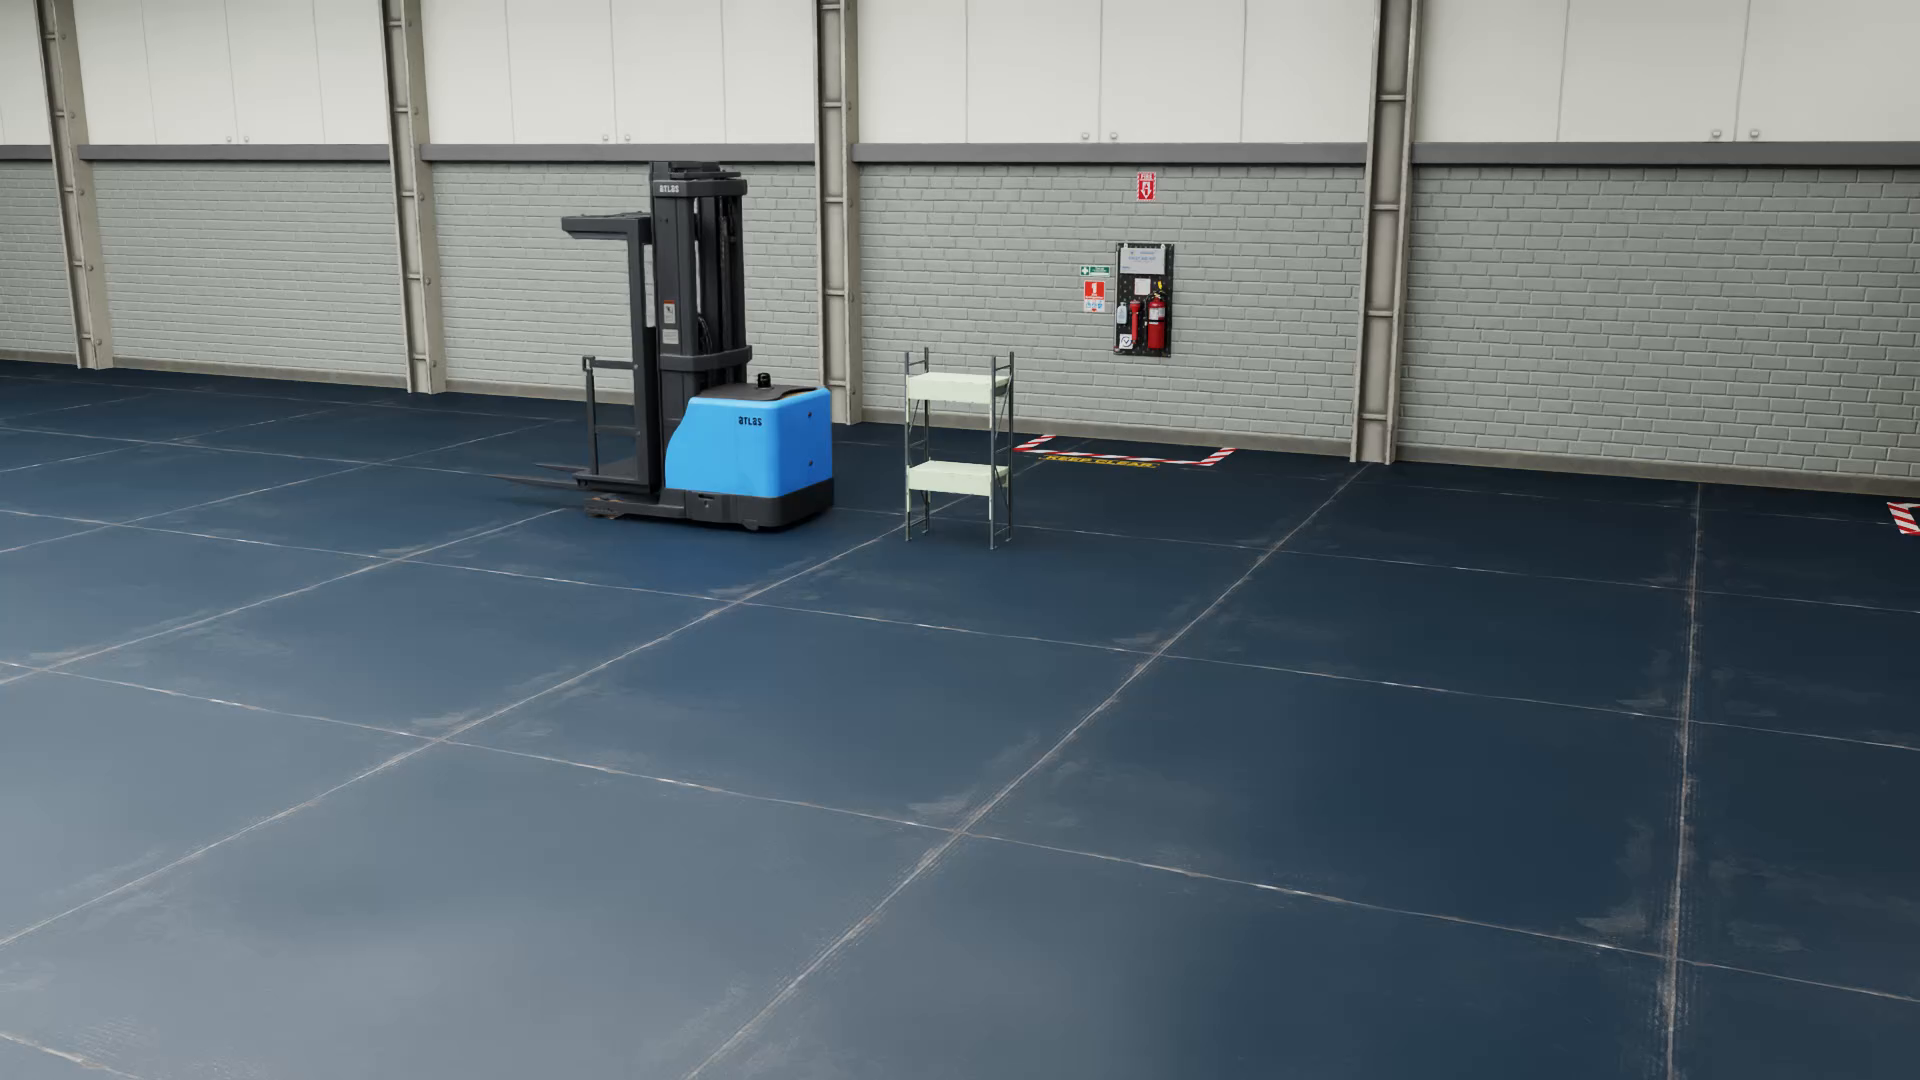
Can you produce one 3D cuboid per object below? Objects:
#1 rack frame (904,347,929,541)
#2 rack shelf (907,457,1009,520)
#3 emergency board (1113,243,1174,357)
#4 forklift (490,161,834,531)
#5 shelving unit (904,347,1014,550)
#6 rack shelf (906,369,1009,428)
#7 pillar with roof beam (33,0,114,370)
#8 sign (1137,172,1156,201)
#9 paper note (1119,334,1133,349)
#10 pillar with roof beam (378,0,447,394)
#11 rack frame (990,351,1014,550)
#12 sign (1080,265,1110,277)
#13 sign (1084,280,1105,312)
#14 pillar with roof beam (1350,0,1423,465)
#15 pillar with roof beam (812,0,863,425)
[{"bbox_3d":[-0.341,-0.765,13.230,0.023,1.500,0.400,6,14,23],"label":"rack frame"},{"bbox_3d":[-0.006,-0.413,13.161,0.720,0.370,0.431,6,14,23],"label":"rack shelf"},{"bbox_3d":[1.887,-2.492,17.308,0.643,1.169,0.194,6,14,23],"label":"emergency board"},{"bbox_3d":[-2.638,-1.705,14.106,3.031,2.935,1.130,6,14,23],"label":"forklift"},{"bbox_3d":[-0.006,-0.731,13.086,0.755,1.500,0.431,6,14,23],"label":"shelving unit"},{"bbox_3d":[-0.006,-1.111,12.997,0.720,0.370,0.431,6,14,23],"label":"rack shelf"},{"bbox_3d":[-14.070,-5.942,18.880,0.400,9.000,9.100,6,14,23],"label":"pillar with roof beam"},{"bbox_3d":[1.920,-3.642,17.135,0.199,0.298,0.001,6,14,23],"label":"sign"},{"bbox_3d":[1.753,-2.094,17.540,0.142,0.148,0.016,6,14,23],"label":"paper note"},{"bbox_3d":[-8.584,-5.387,16.515,0.400,9.000,9.100,6,14,23],"label":"pillar with roof beam"},{"bbox_3d":[0.329,-0.697,12.942,0.023,1.500,0.400,6,14,23],"label":"rack frame"},{"bbox_3d":[1.424,-2.838,17.544,0.331,0.109,0.001,6,14,23],"label":"sign"},{"bbox_3d":[1.423,-2.582,17.614,0.234,0.329,0.001,6,14,23],"label":"sign"},{"bbox_3d":[2.387,-4.277,11.783,0.400,9.000,9.100,6,14,23],"label":"pillar with roof beam"},{"bbox_3d":[-3.098,-4.832,14.149,0.400,9.000,9.100,6,14,23],"label":"pillar with roof beam"}]
